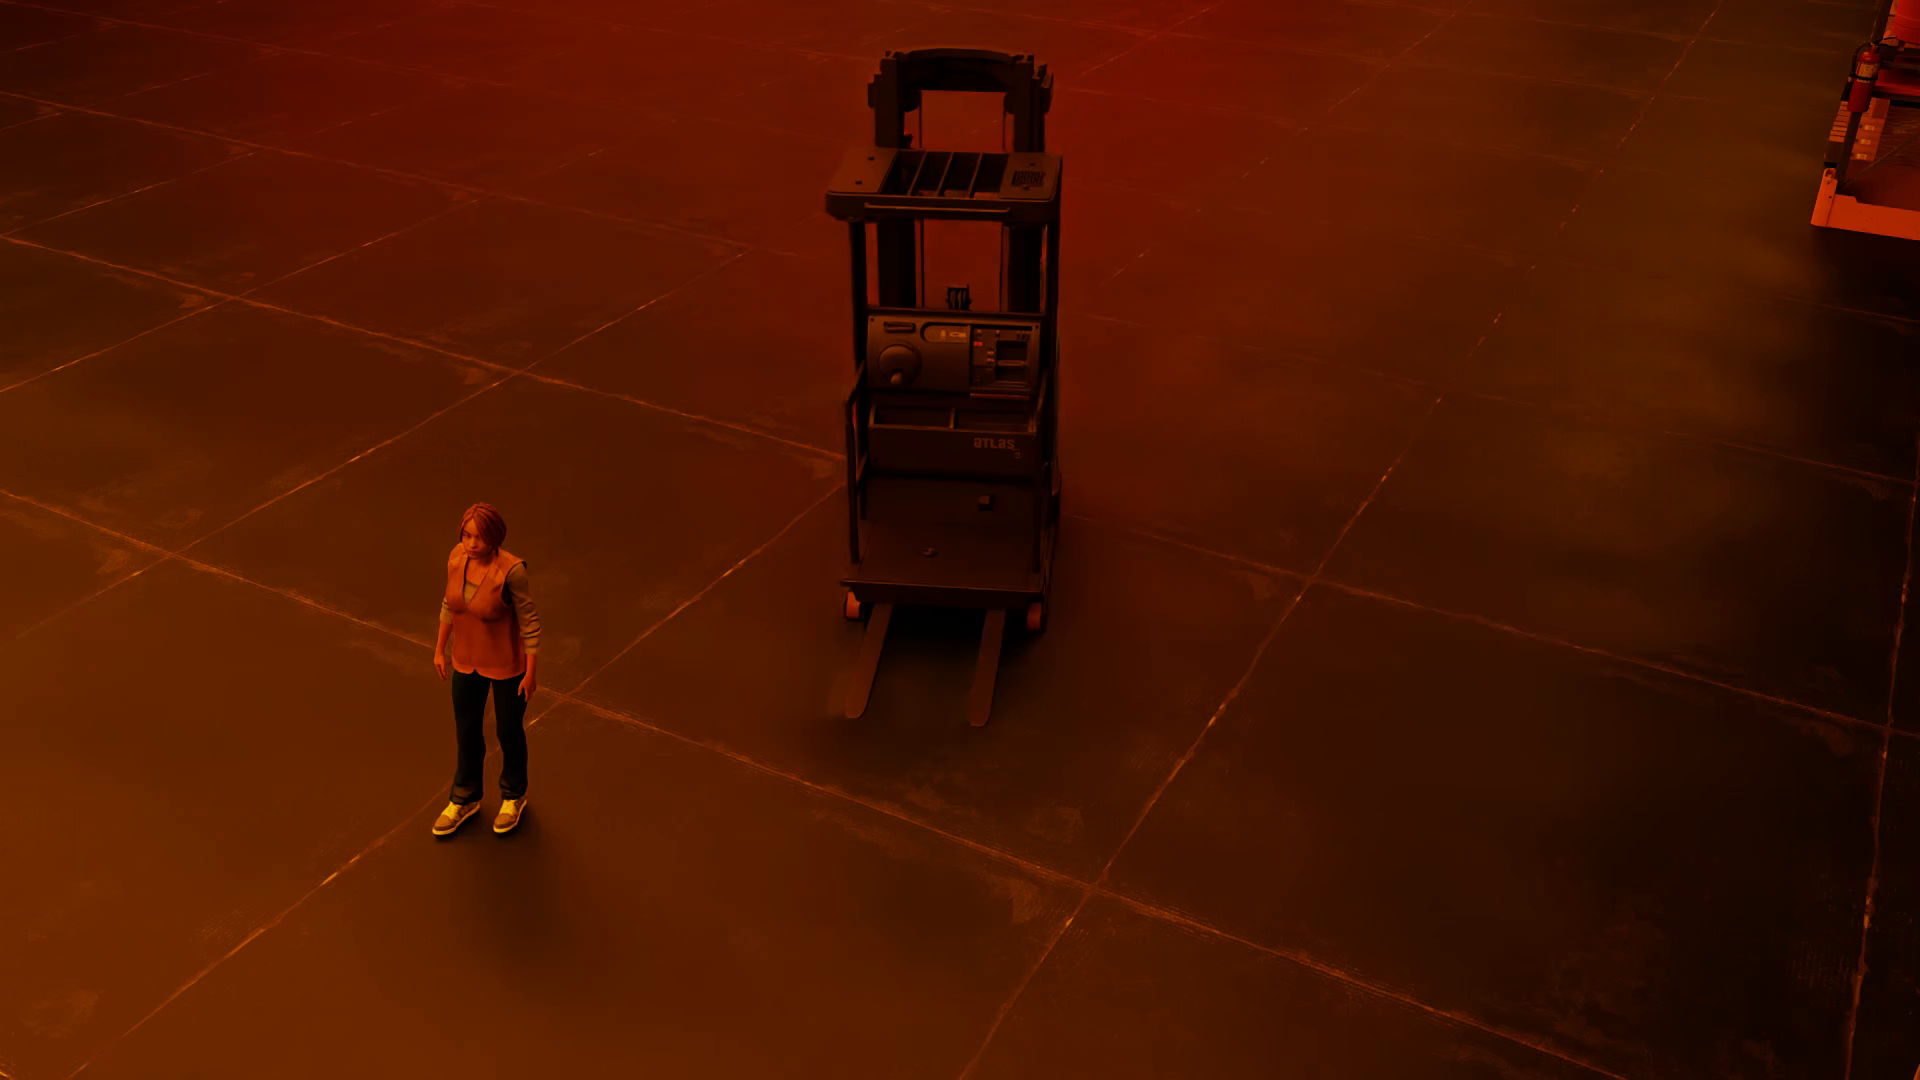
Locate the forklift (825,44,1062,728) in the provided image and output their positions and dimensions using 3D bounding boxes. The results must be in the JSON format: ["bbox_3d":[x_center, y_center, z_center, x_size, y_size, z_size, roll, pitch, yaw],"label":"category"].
[{"bbox_3d":[-0.055,-0.948,8.714,1.130,2.935,3.031,3,30,5],"label":"forklift"}]

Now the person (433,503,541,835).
[{"bbox_3d":[-2.120,0.606,7.363,0.519,1.576,0.474,9,31,15],"label":"person"}]
